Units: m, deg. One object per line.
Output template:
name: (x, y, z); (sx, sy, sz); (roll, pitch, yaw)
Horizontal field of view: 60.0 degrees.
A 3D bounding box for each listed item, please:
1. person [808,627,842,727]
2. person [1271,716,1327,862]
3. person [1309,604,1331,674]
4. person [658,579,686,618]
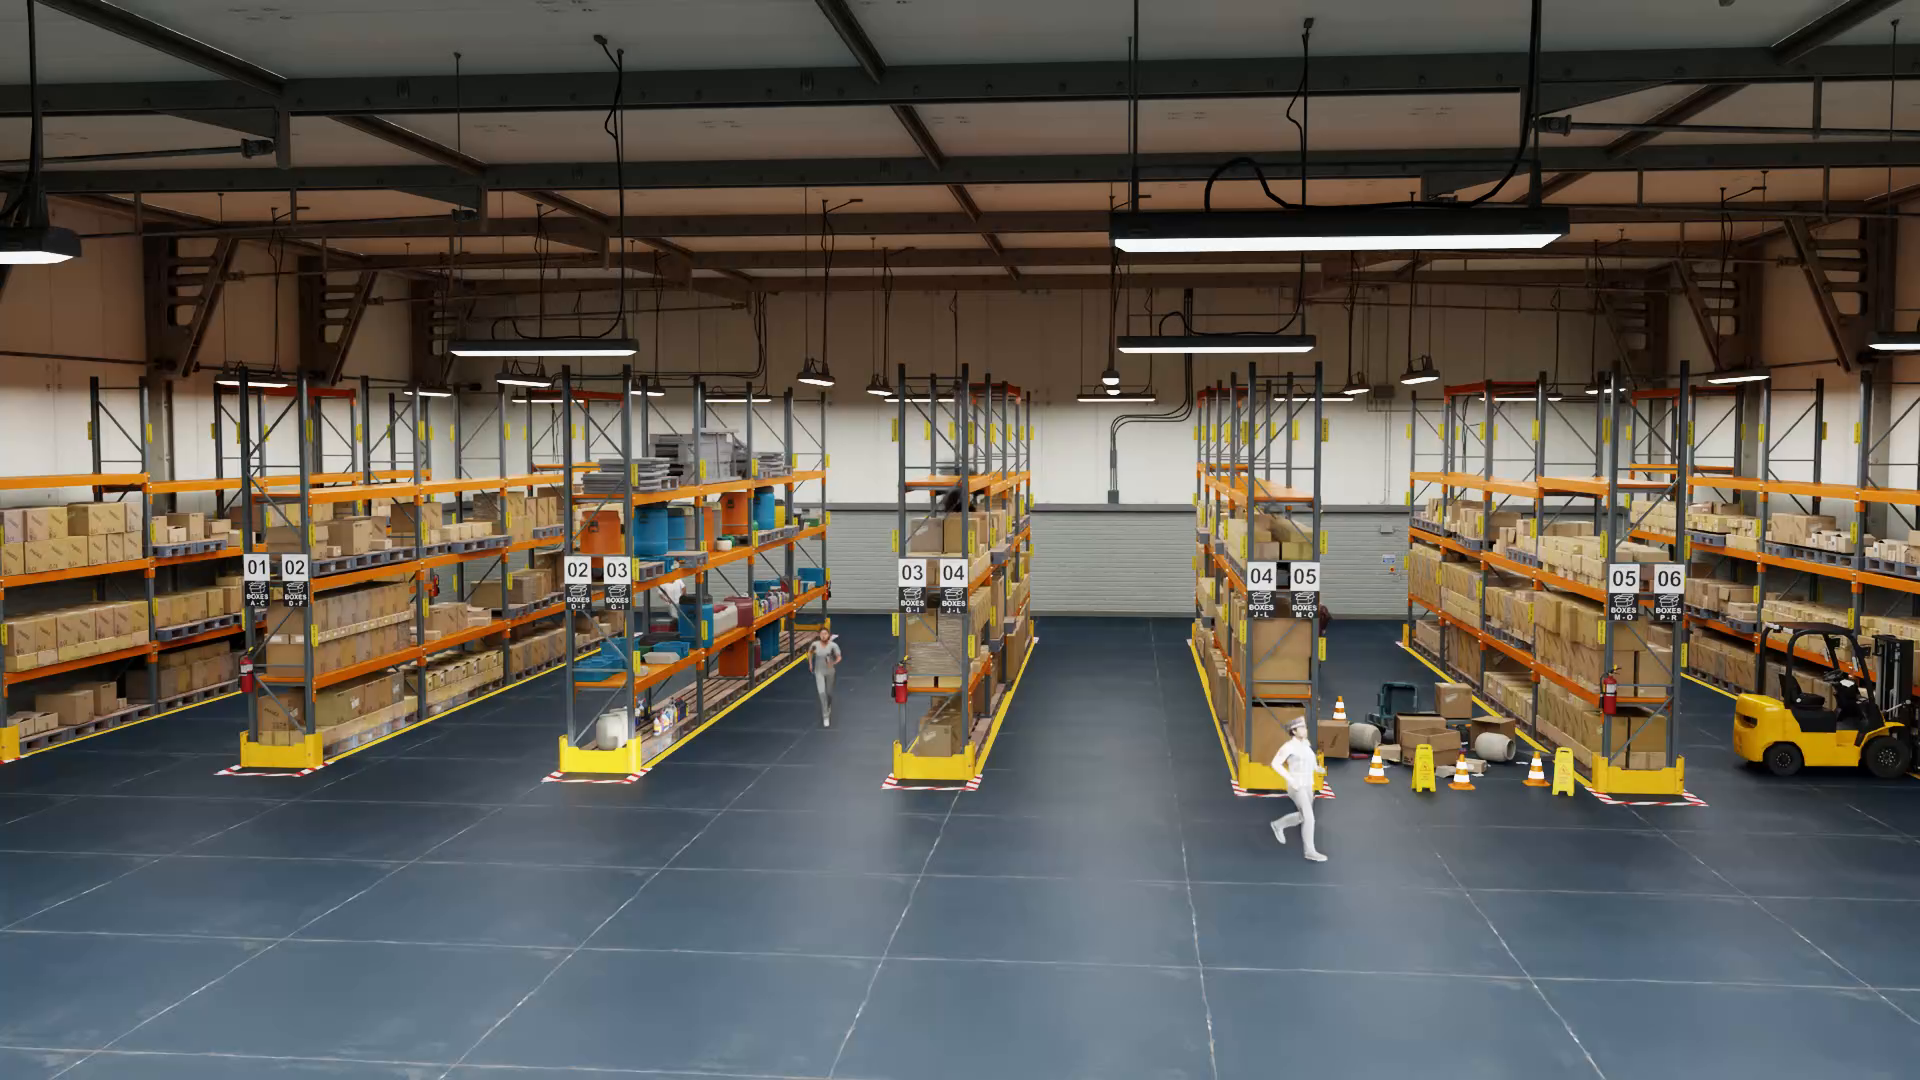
person: (-2.332, 2.327, 28.761); (0.587, 1.664, 1.008); (0, 4, -1)
person: (3.992, 2.902, 19.638); (0.626, 1.666, 0.820); (-4, 5, -44)
person: (7.324, 1.921, 34.630); (0.708, 1.735, 0.635); (0, 4, 0)
person: (-6.957, 1.550, 40.355); (0.719, 1.716, 0.595); (-1, 4, -14)
